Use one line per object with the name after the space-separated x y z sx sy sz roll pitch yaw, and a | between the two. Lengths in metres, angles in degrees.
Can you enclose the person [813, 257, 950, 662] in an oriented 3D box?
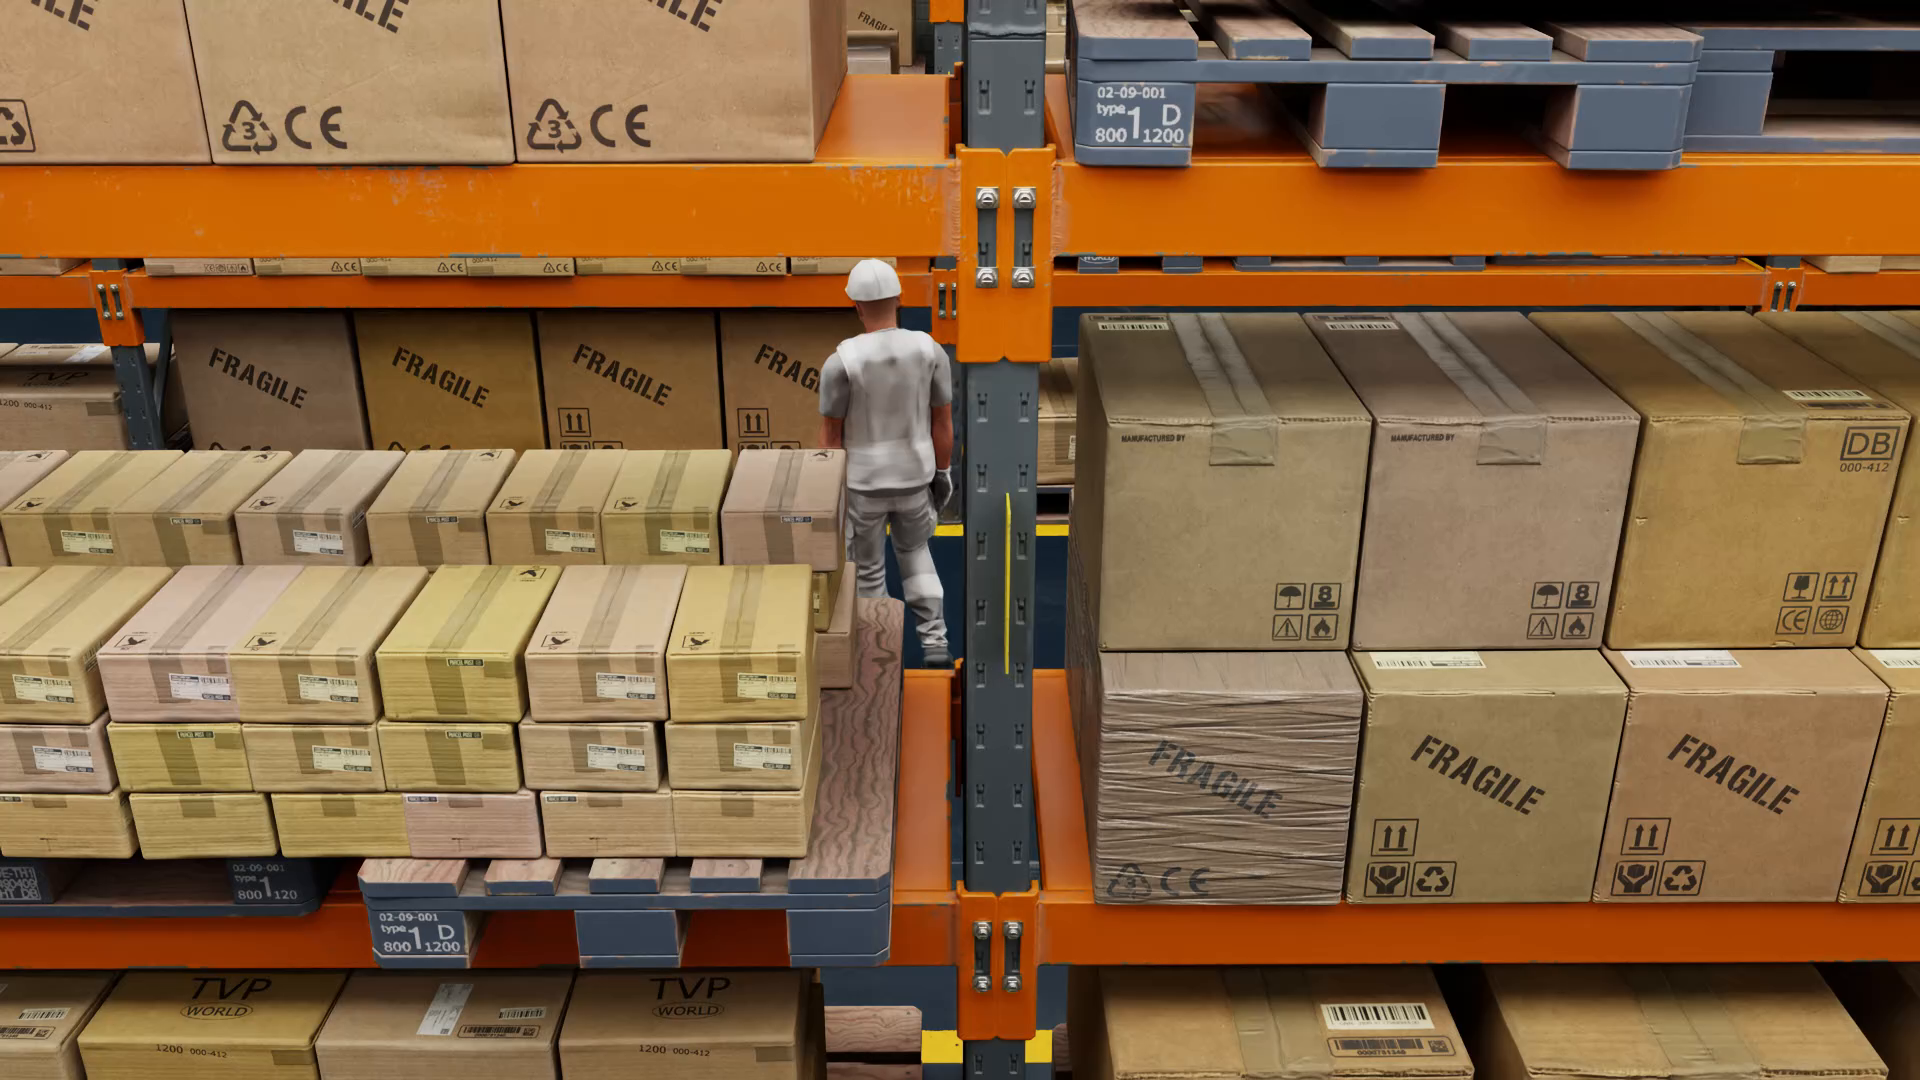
-0.333 -0.249 6.614 0.563 1.785 0.433 -9 25 -19 | person
